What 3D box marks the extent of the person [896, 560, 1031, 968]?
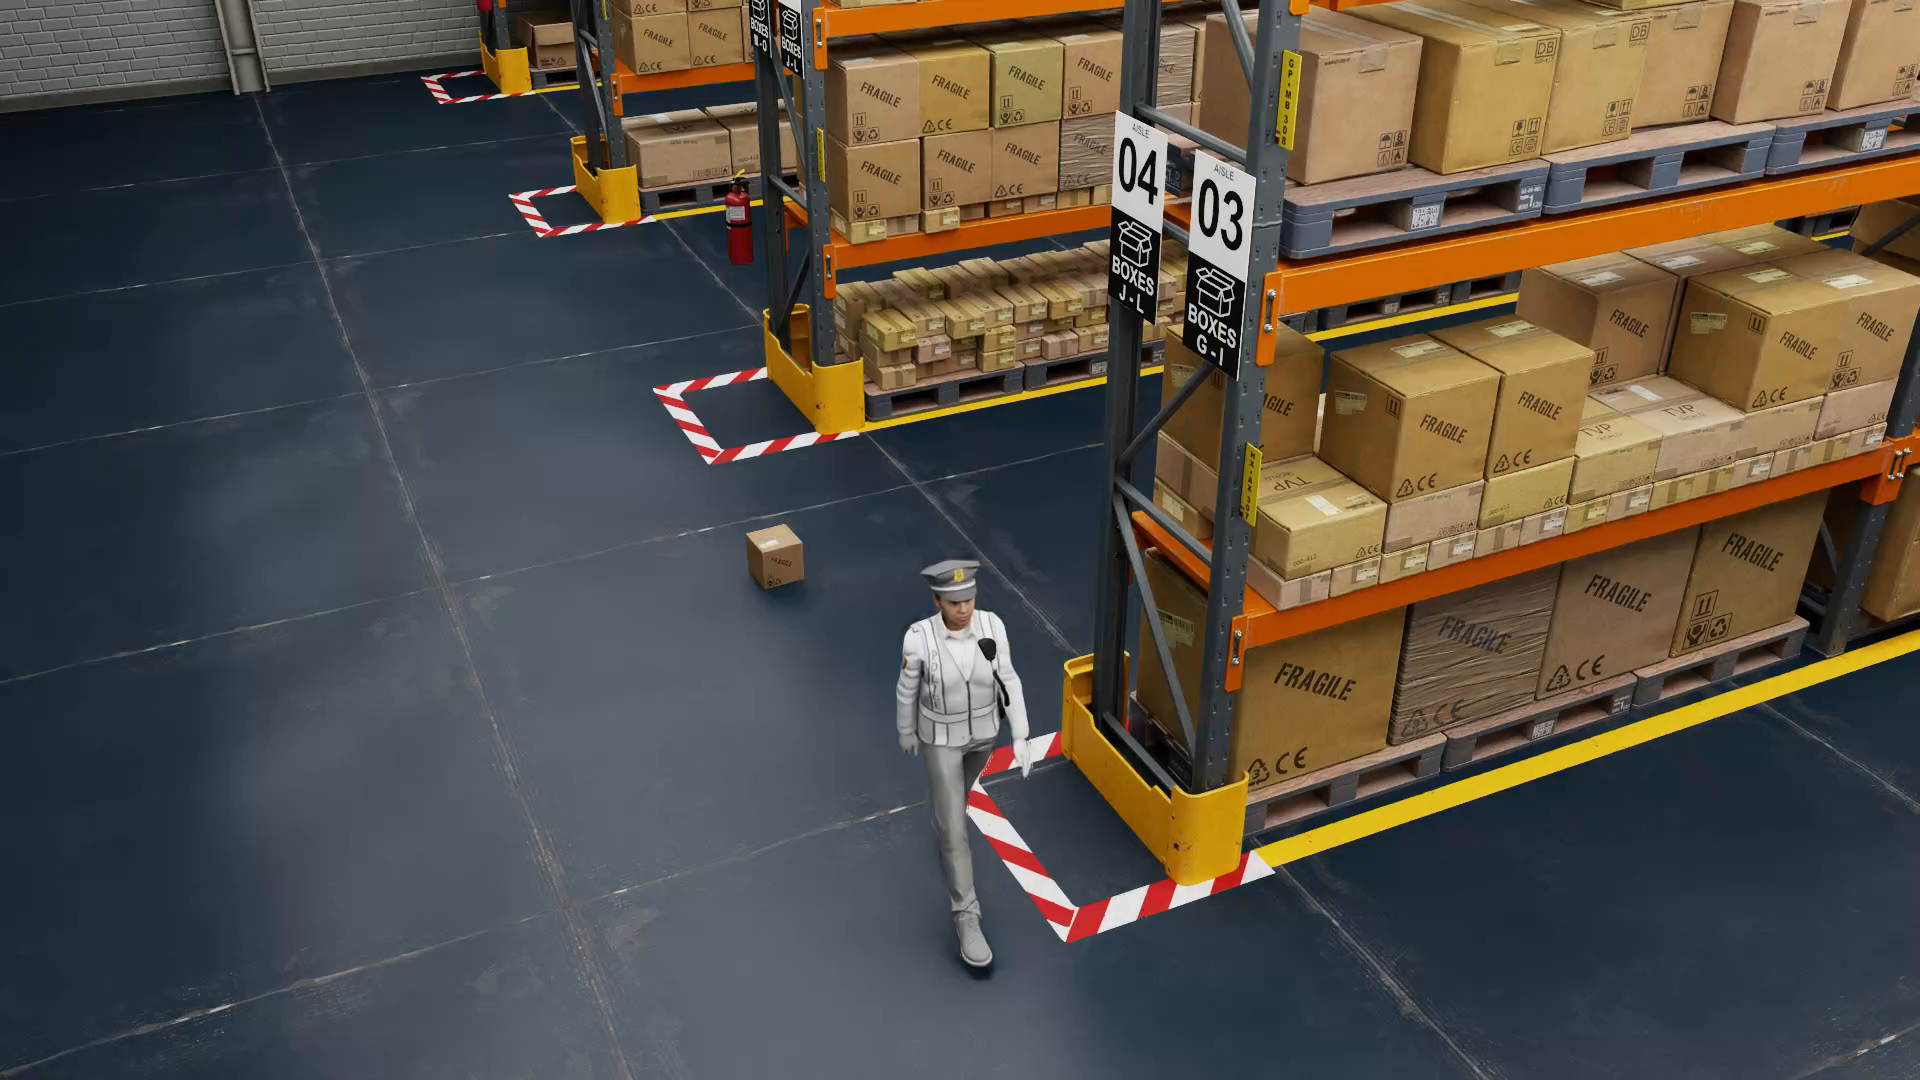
[{"bbox_3d":[0.047,0.834,6.919,0.489,1.638,0.962,-12,32,-20],"label":"person"}]
